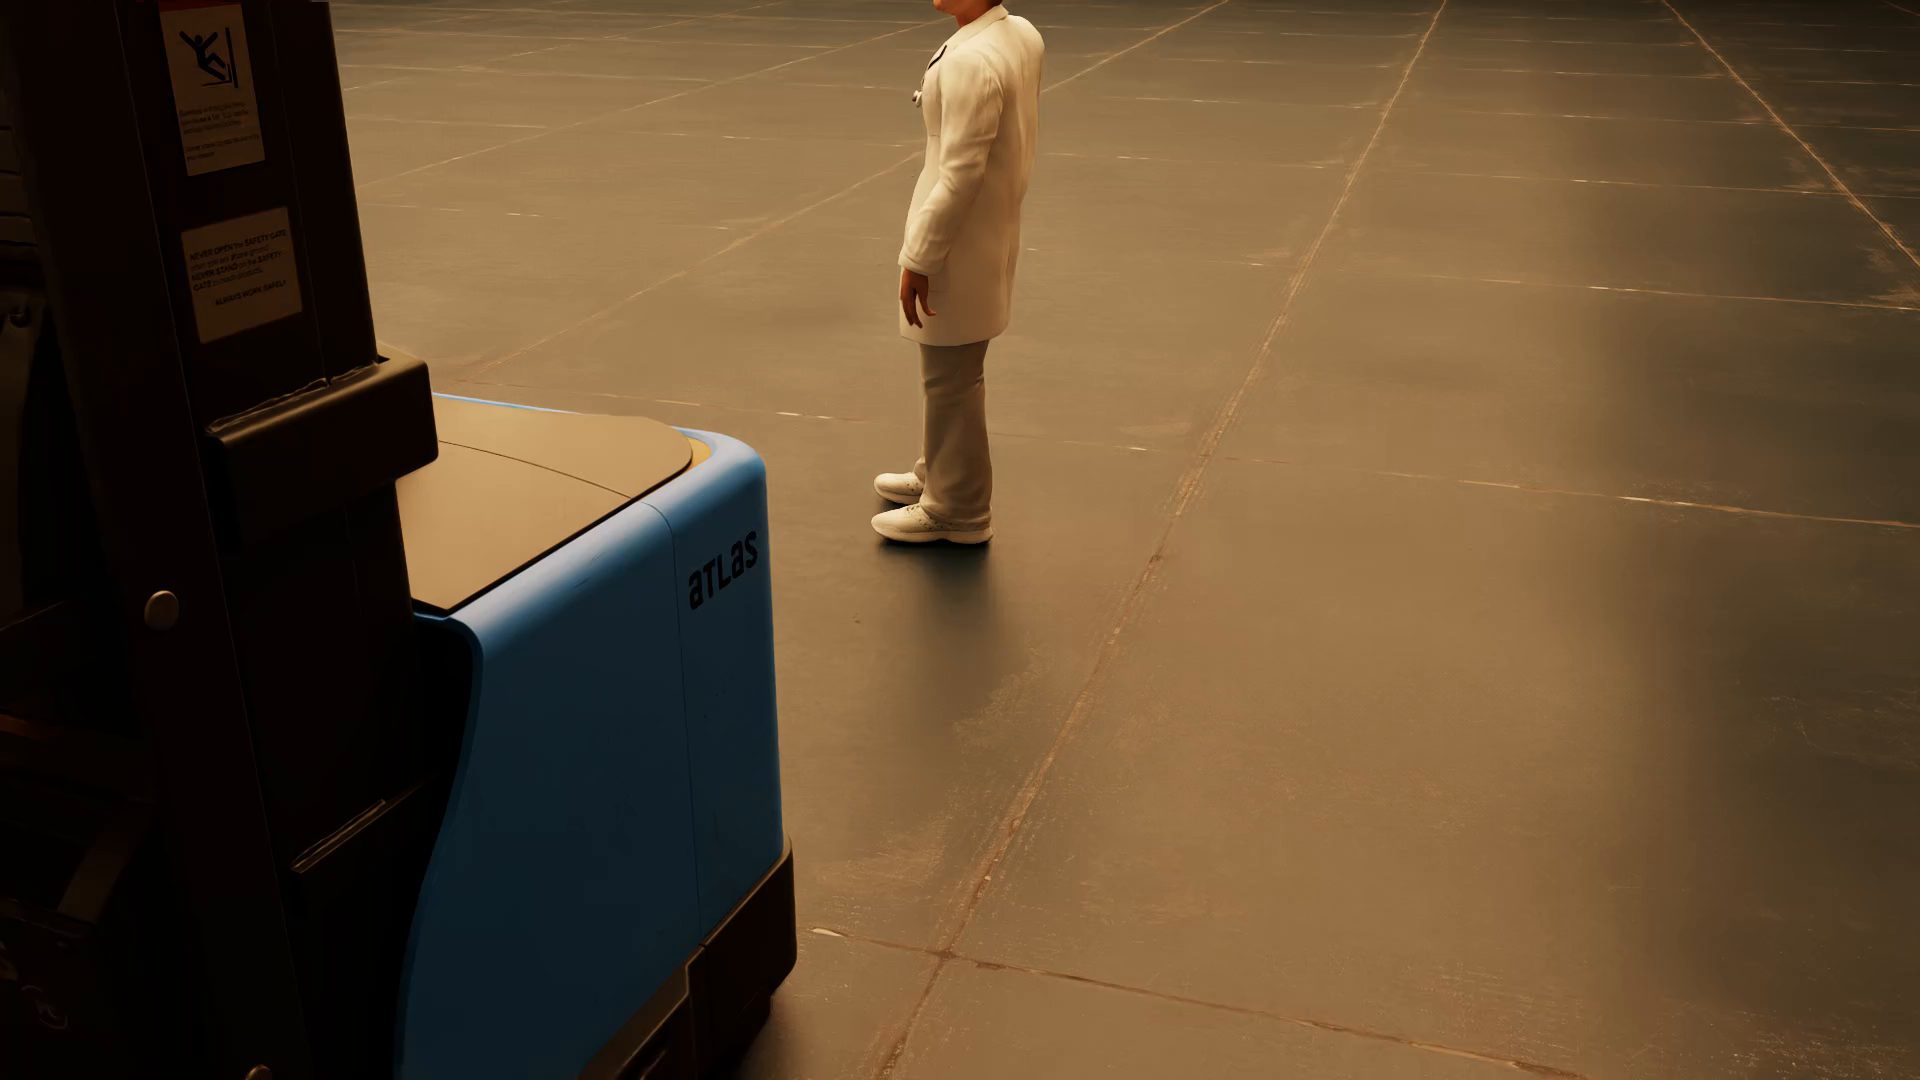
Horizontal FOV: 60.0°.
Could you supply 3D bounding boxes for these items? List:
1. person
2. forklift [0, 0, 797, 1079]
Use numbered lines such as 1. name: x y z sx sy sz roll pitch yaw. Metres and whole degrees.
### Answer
1. person: -0.085 -0.840 4.808 0.581 1.776 0.694 7 23 16
2. forklift: -1.333 -0.082 1.479 1.130 2.935 3.031 9 24 21
